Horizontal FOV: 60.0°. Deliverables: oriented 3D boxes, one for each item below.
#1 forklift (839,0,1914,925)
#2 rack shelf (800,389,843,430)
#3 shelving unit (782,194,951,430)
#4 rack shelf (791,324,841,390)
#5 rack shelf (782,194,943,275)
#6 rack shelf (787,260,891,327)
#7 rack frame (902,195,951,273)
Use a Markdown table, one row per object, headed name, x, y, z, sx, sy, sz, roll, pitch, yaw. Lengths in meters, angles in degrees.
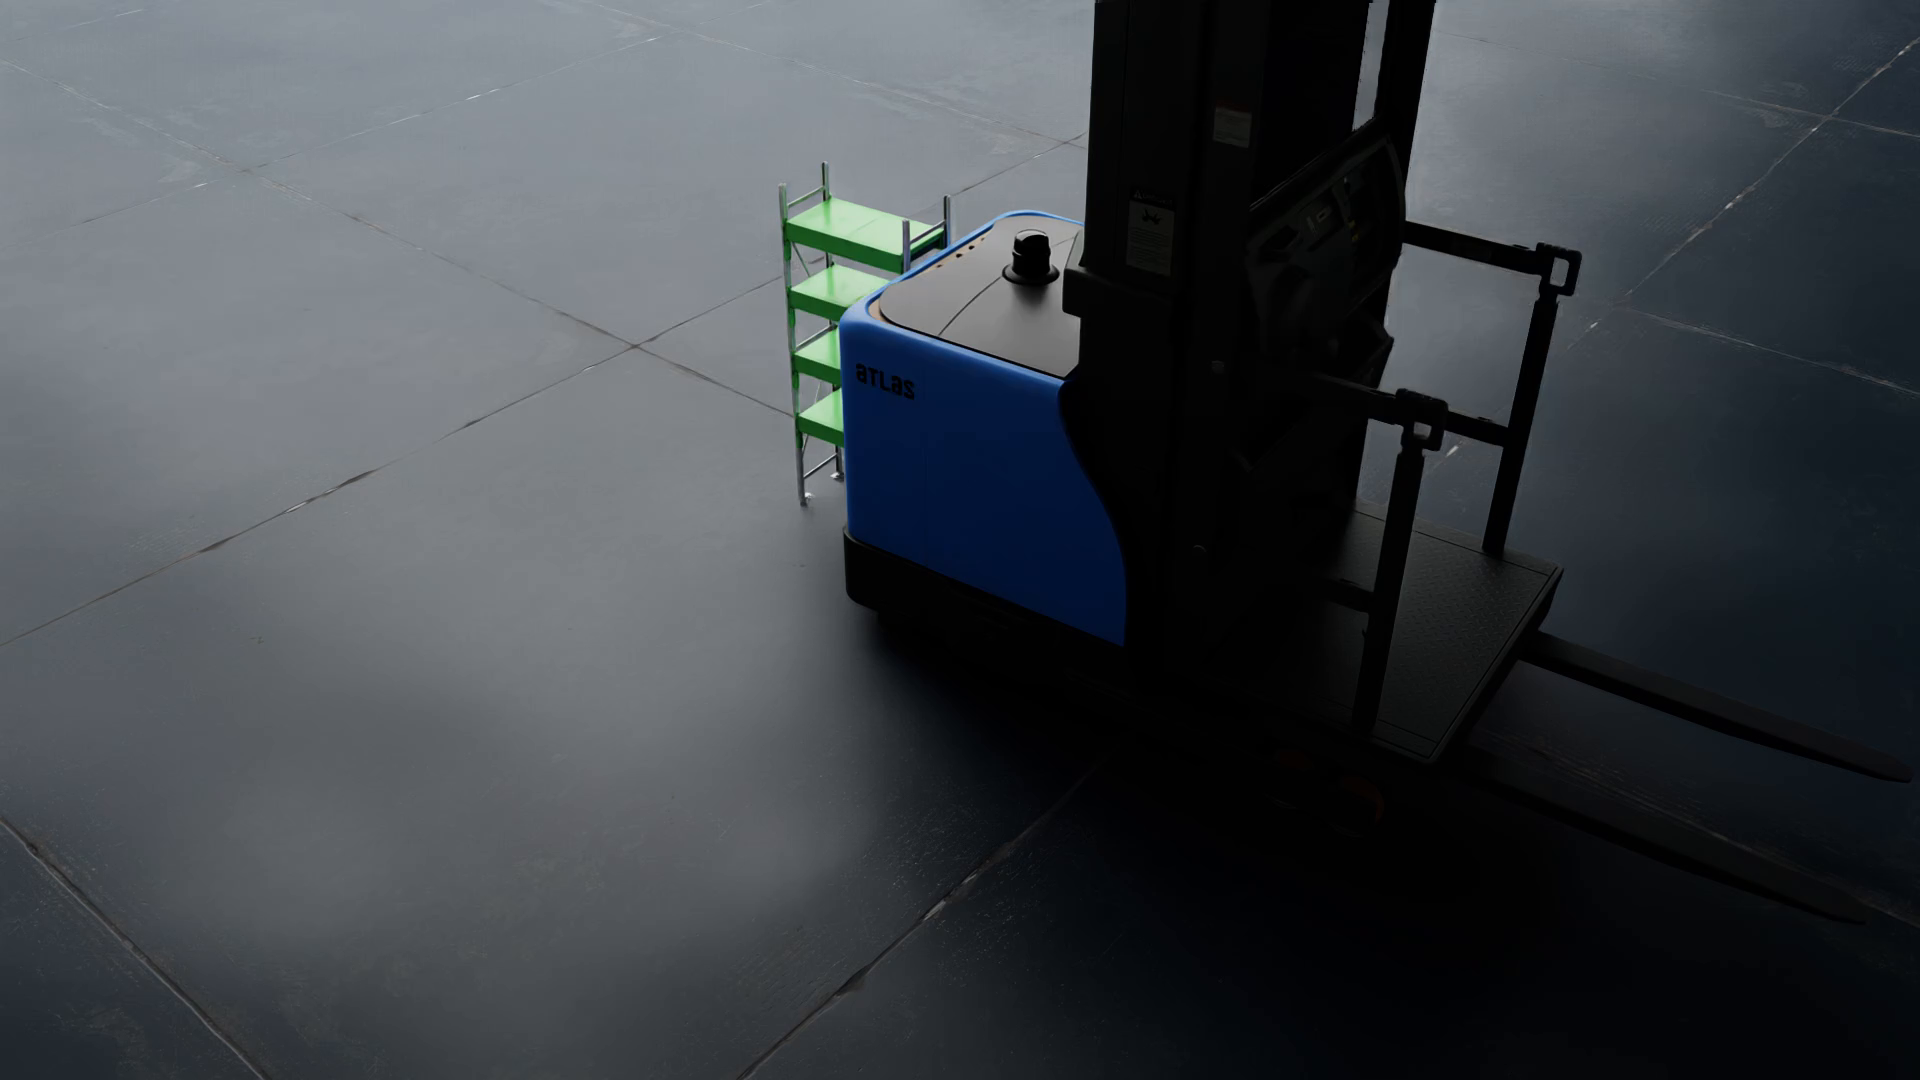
| name | x | y | z | sx | sy | sz | roll | pitch | yaw |
| --- | --- | --- | --- | --- | --- | --- | --- | --- | --- |
| forklift | 1.132 | -0.736 | 4.252 | 3.031 | 2.935 | 1.130 | 21 | 40 | 28 |
| rack shelf | -0.305 | -0.405 | 5.743 | 0.457 | 0.021 | 0.221 | 21 | 40 | 28 |
| shelving unit | -0.300 | -0.610 | 5.598 | 0.492 | 1.200 | 0.258 | 21 | 40 | 28 |
| rack shelf | -0.305 | -0.559 | 5.637 | 0.480 | 0.148 | 0.258 | 21 | 40 | 28 |
| rack shelf | -0.305 | -0.955 | 5.365 | 0.480 | 0.148 | 0.258 | 21 | 40 | 28 |
| rack shelf | -0.305 | -0.757 | 5.501 | 0.480 | 0.148 | 0.258 | 21 | 40 | 28 |
| rack frame | -0.104 | -0.534 | 5.487 | 0.015 | 1.200 | 0.240 | 21 | 40 | 28 |
